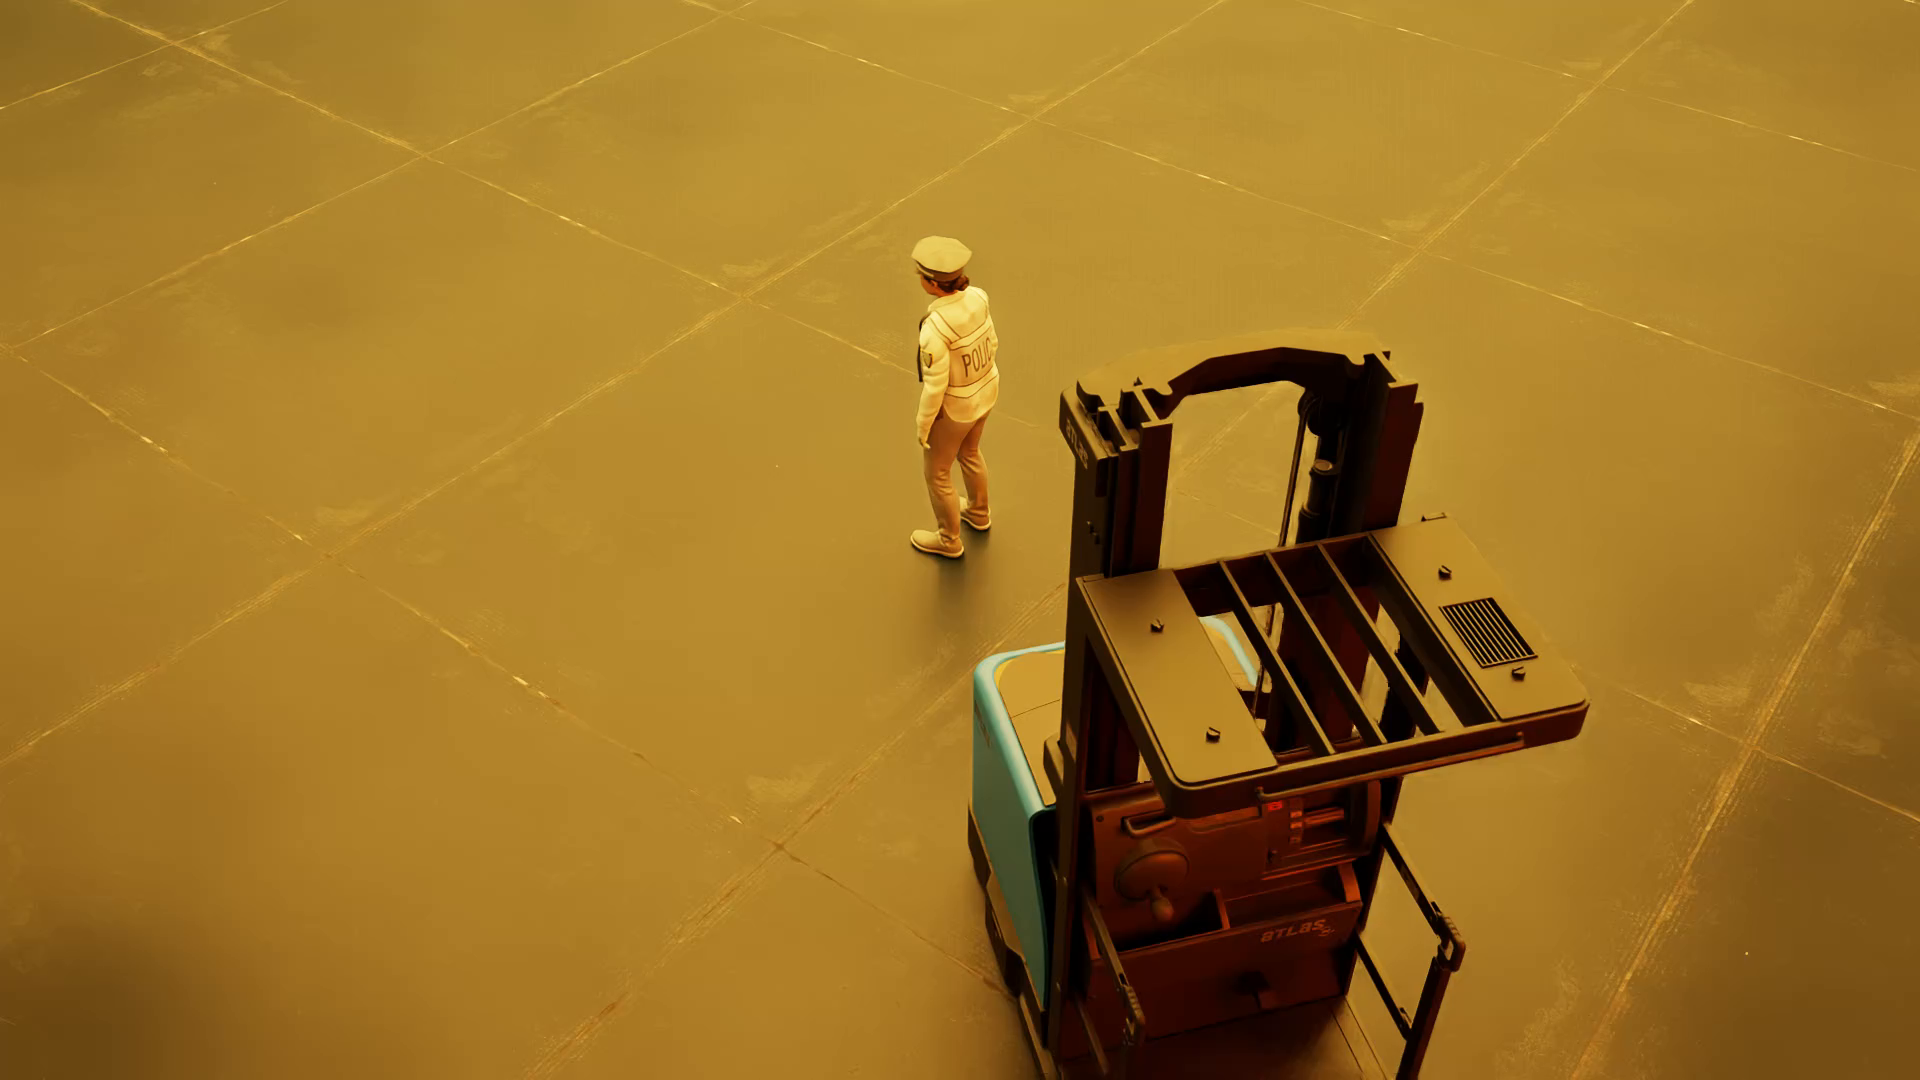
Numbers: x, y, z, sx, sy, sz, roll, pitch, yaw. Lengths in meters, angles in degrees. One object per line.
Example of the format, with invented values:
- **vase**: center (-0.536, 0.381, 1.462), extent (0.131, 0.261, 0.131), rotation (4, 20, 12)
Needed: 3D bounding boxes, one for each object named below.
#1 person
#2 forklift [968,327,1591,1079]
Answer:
- **person**: center (-0.030, -0.638, 7.802), extent (0.372, 1.663, 0.529), rotation (25, 46, 26)
- **forklift**: center (0.905, 0.983, 4.922), extent (1.130, 2.935, 3.031), rotation (-10, 41, -11)
